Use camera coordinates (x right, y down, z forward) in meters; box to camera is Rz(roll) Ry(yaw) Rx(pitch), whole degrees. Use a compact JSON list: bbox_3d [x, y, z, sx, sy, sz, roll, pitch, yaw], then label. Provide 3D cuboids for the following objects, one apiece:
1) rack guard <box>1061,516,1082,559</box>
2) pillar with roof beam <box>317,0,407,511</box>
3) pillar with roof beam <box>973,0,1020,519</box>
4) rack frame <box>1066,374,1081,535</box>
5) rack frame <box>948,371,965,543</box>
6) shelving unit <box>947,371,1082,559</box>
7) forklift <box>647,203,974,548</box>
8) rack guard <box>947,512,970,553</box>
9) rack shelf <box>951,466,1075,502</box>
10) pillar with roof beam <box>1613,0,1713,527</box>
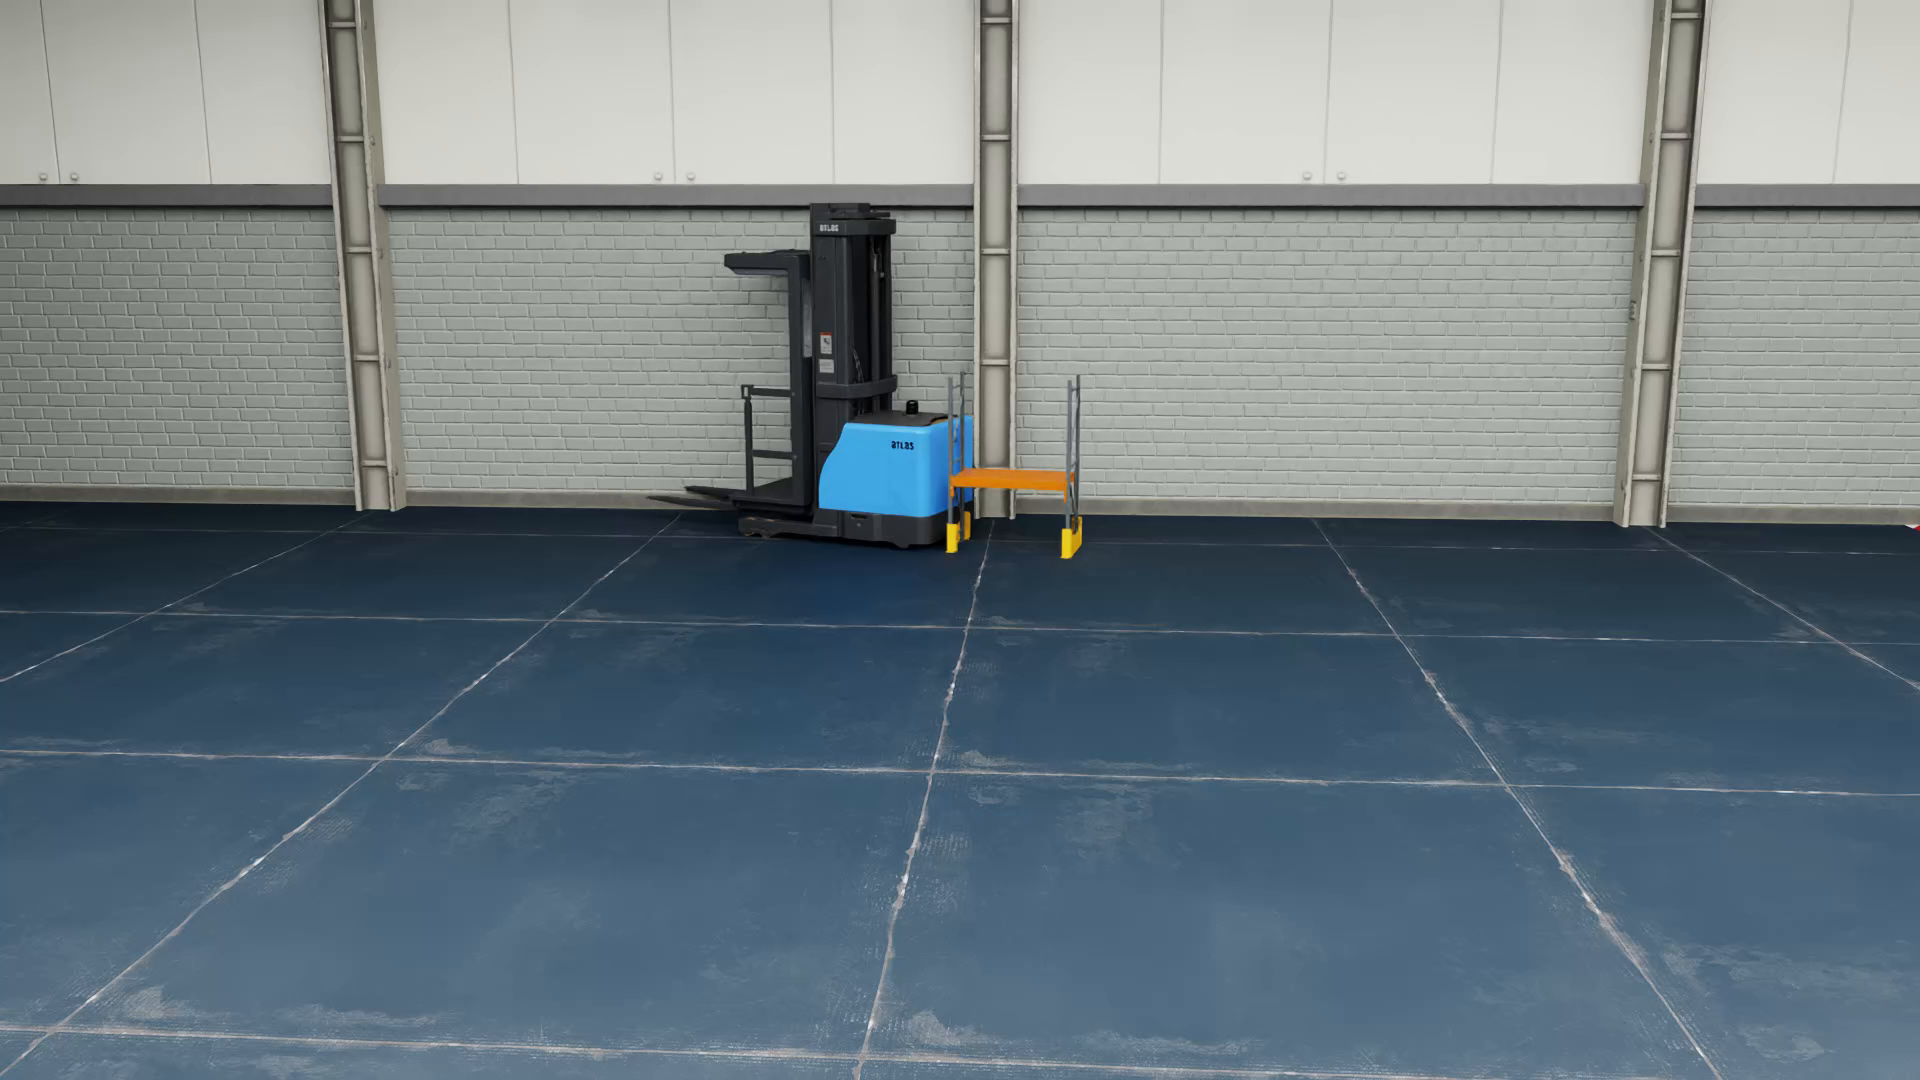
[{"bbox_3d":[0.960,-0.025,14.276,0.087,0.250,0.587,3,12,13],"label":"rack guard"},{"bbox_3d":[-5.942,-3.839,11.142,0.400,9.000,9.100,1,12,4],"label":"pillar with roof beam"},{"bbox_3d":[0.044,-3.757,10.749,0.400,9.000,9.100,1,12,4],"label":"pillar with roof beam"},{"bbox_3d":[0.961,-0.637,14.148,0.032,1.500,0.500,3,12,13],"label":"rack frame"},{"bbox_3d":[-0.029,-0.684,14.375,0.032,1.500,0.500,3,12,13],"label":"rack frame"},{"bbox_3d":[0.475,-0.660,14.259,1.083,1.500,0.587,3,12,13],"label":"shelving unit"},{"bbox_3d":[-1.427,-1.545,14.995,3.031,2.935,1.130,6,13,25],"label":"forklift"},{"bbox_3d":[-0.010,-0.071,14.498,0.087,0.250,0.587,3,12,13],"label":"rack guard"},{"bbox_3d":[0.466,-0.484,14.298,1.000,0.185,0.538,3,12,13],"label":"rack shelf"},{"bbox_3d":[6.031,-3.675,10.357,0.400,9.000,9.100,1,12,4],"label":"pillar with roof beam"}]
